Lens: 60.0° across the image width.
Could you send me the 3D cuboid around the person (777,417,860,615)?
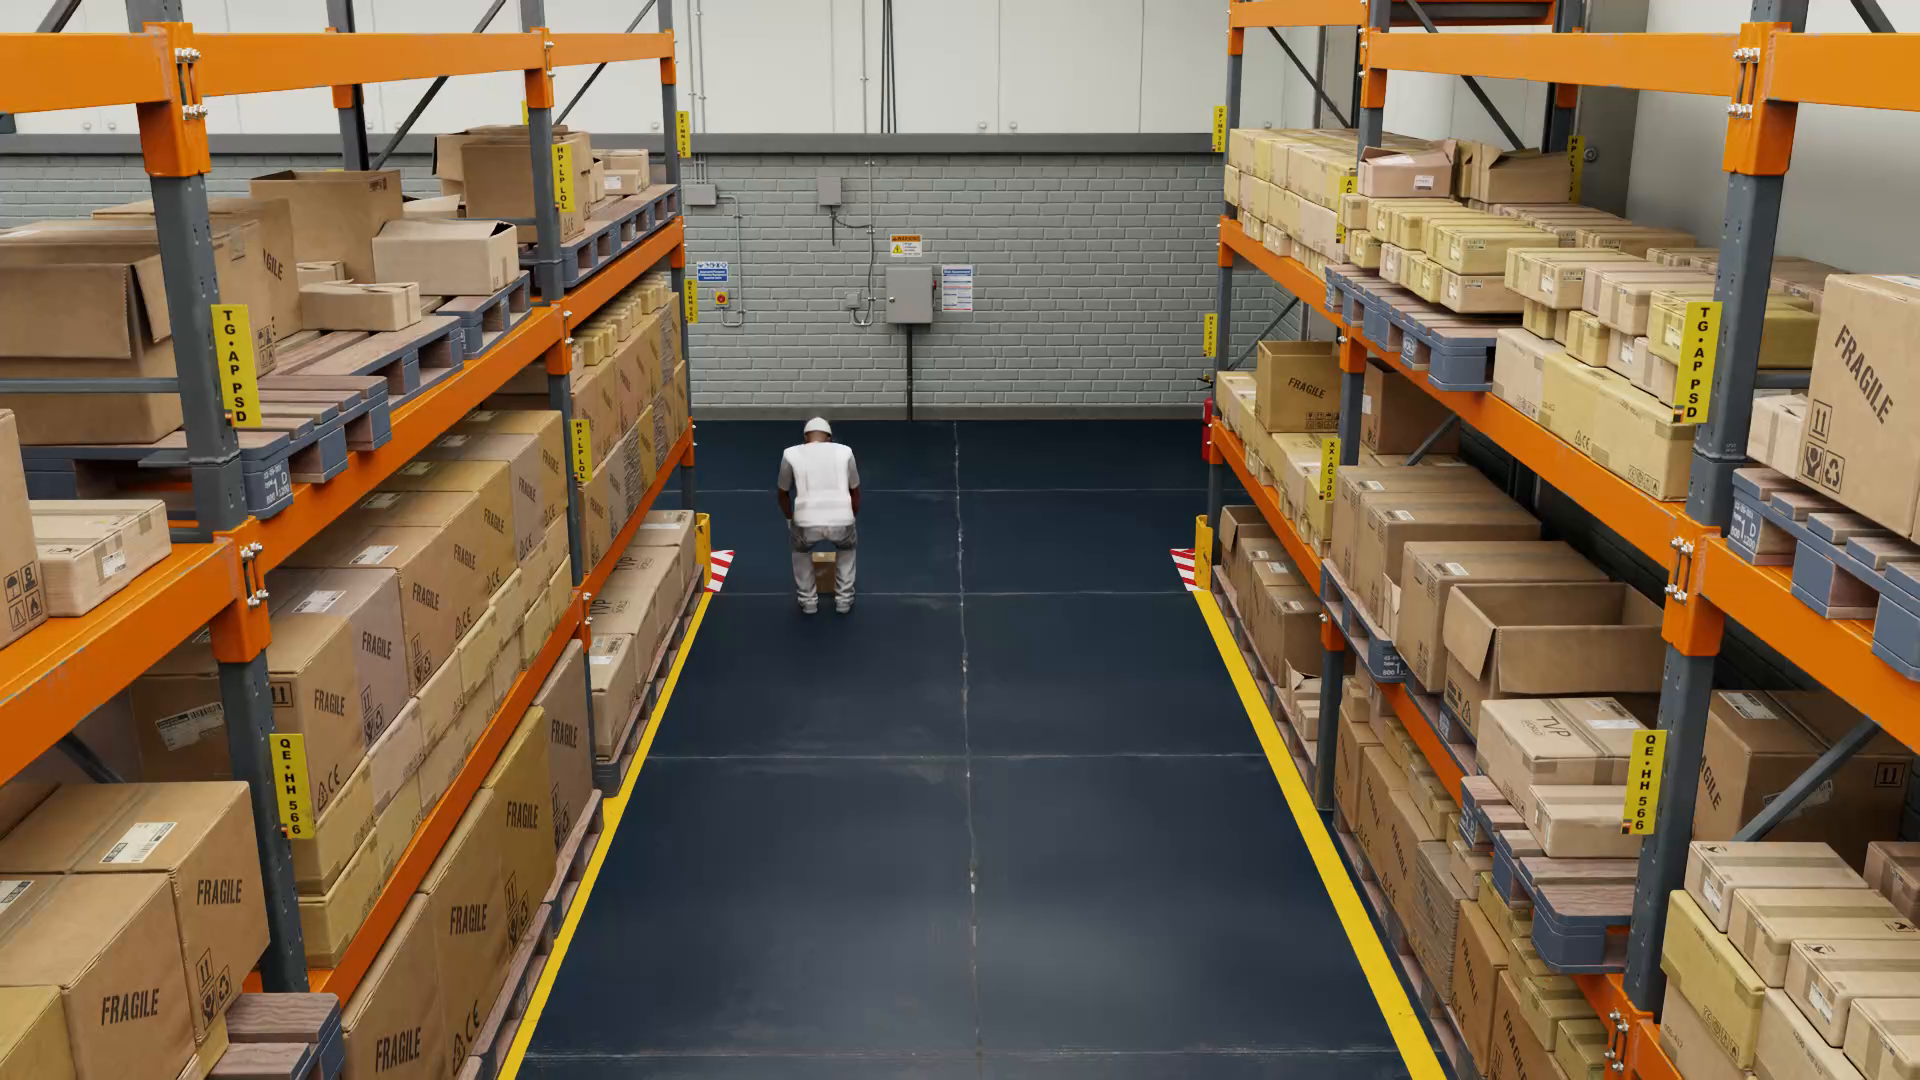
[{"bbox_3d":[-1.041,-0.168,12.254,0.613,1.380,0.789,-1,17,-3],"label":"person"}]
